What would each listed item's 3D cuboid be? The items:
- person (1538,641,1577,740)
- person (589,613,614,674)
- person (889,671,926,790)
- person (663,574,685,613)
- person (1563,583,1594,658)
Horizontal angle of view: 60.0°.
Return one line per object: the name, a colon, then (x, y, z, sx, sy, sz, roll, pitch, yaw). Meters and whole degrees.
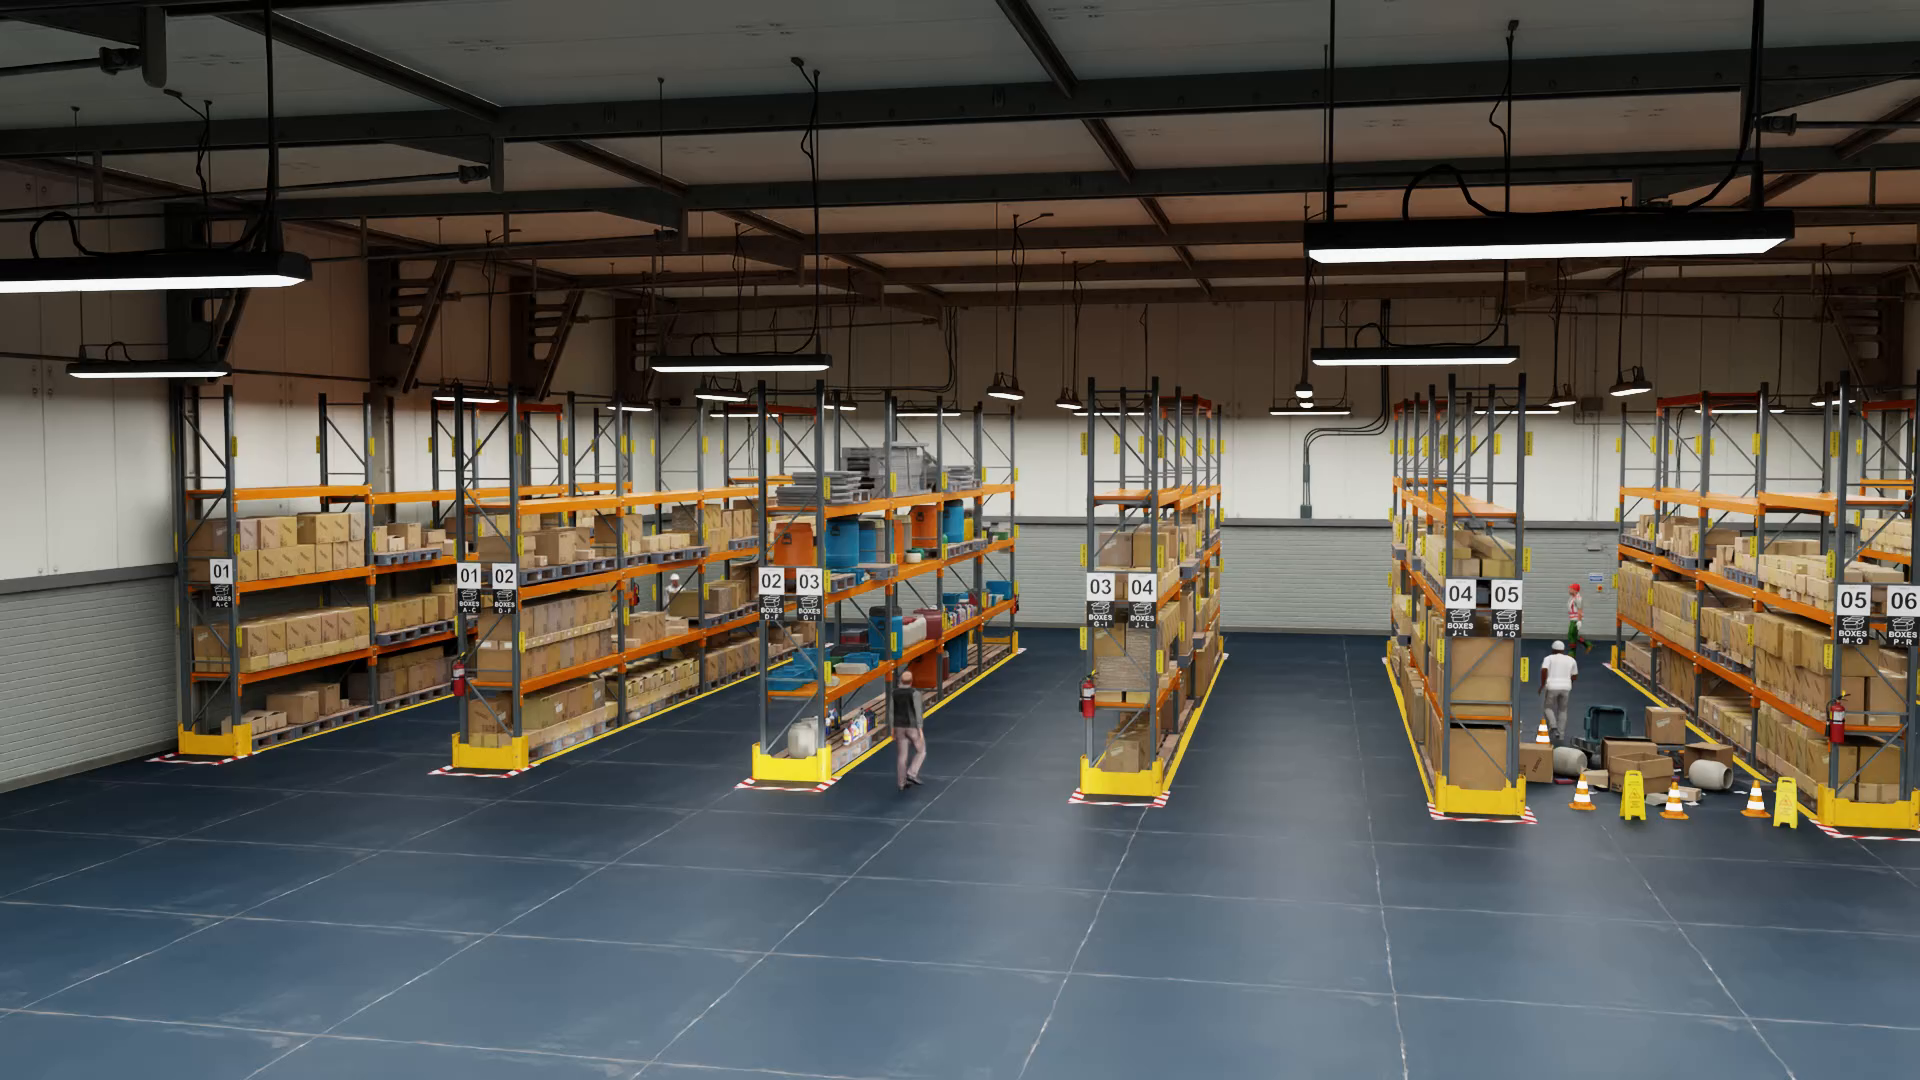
person: (10.304, 2.577, 28.671, 0.662, 1.655, 0.768, 1, 3, 14)
person: (-7.859, 2.135, 36.461, 0.506, 1.605, 0.998, 0, 3, 3)
person: (-0.774, 2.775, 24.298, 0.569, 1.709, 0.465, 1, 3, 24)
person: (-7.263, 1.744, 42.479, 0.617, 1.744, 0.937, -1, 3, -14)
person: (14.639, 1.907, 39.342, 0.730, 1.777, 0.551, 1, 3, 13)
